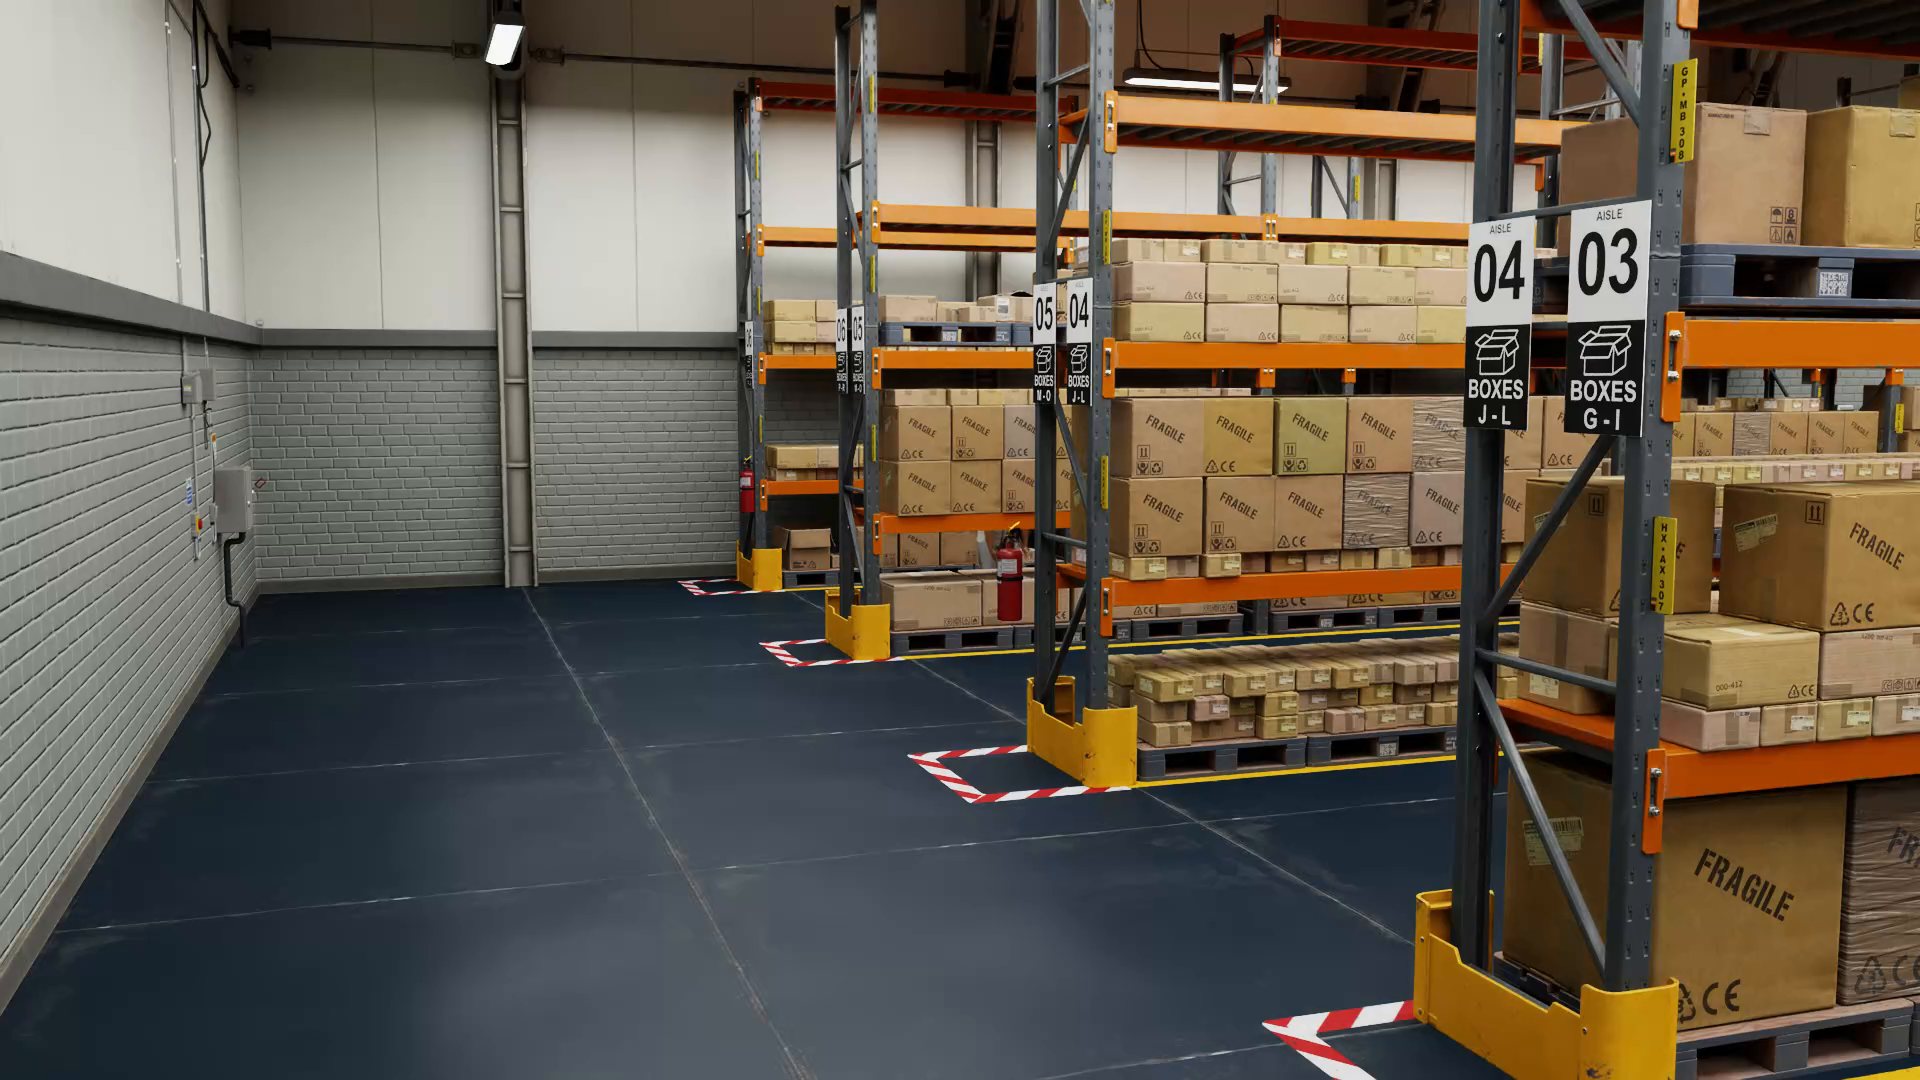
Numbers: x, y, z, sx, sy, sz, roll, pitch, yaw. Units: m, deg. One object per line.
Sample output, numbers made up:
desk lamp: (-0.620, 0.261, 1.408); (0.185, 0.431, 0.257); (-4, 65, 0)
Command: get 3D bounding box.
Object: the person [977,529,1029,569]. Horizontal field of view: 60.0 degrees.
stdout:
person: (0.486, 0.069, 18.173); (0.532, 1.432, 0.682); (-2, 6, -18)
